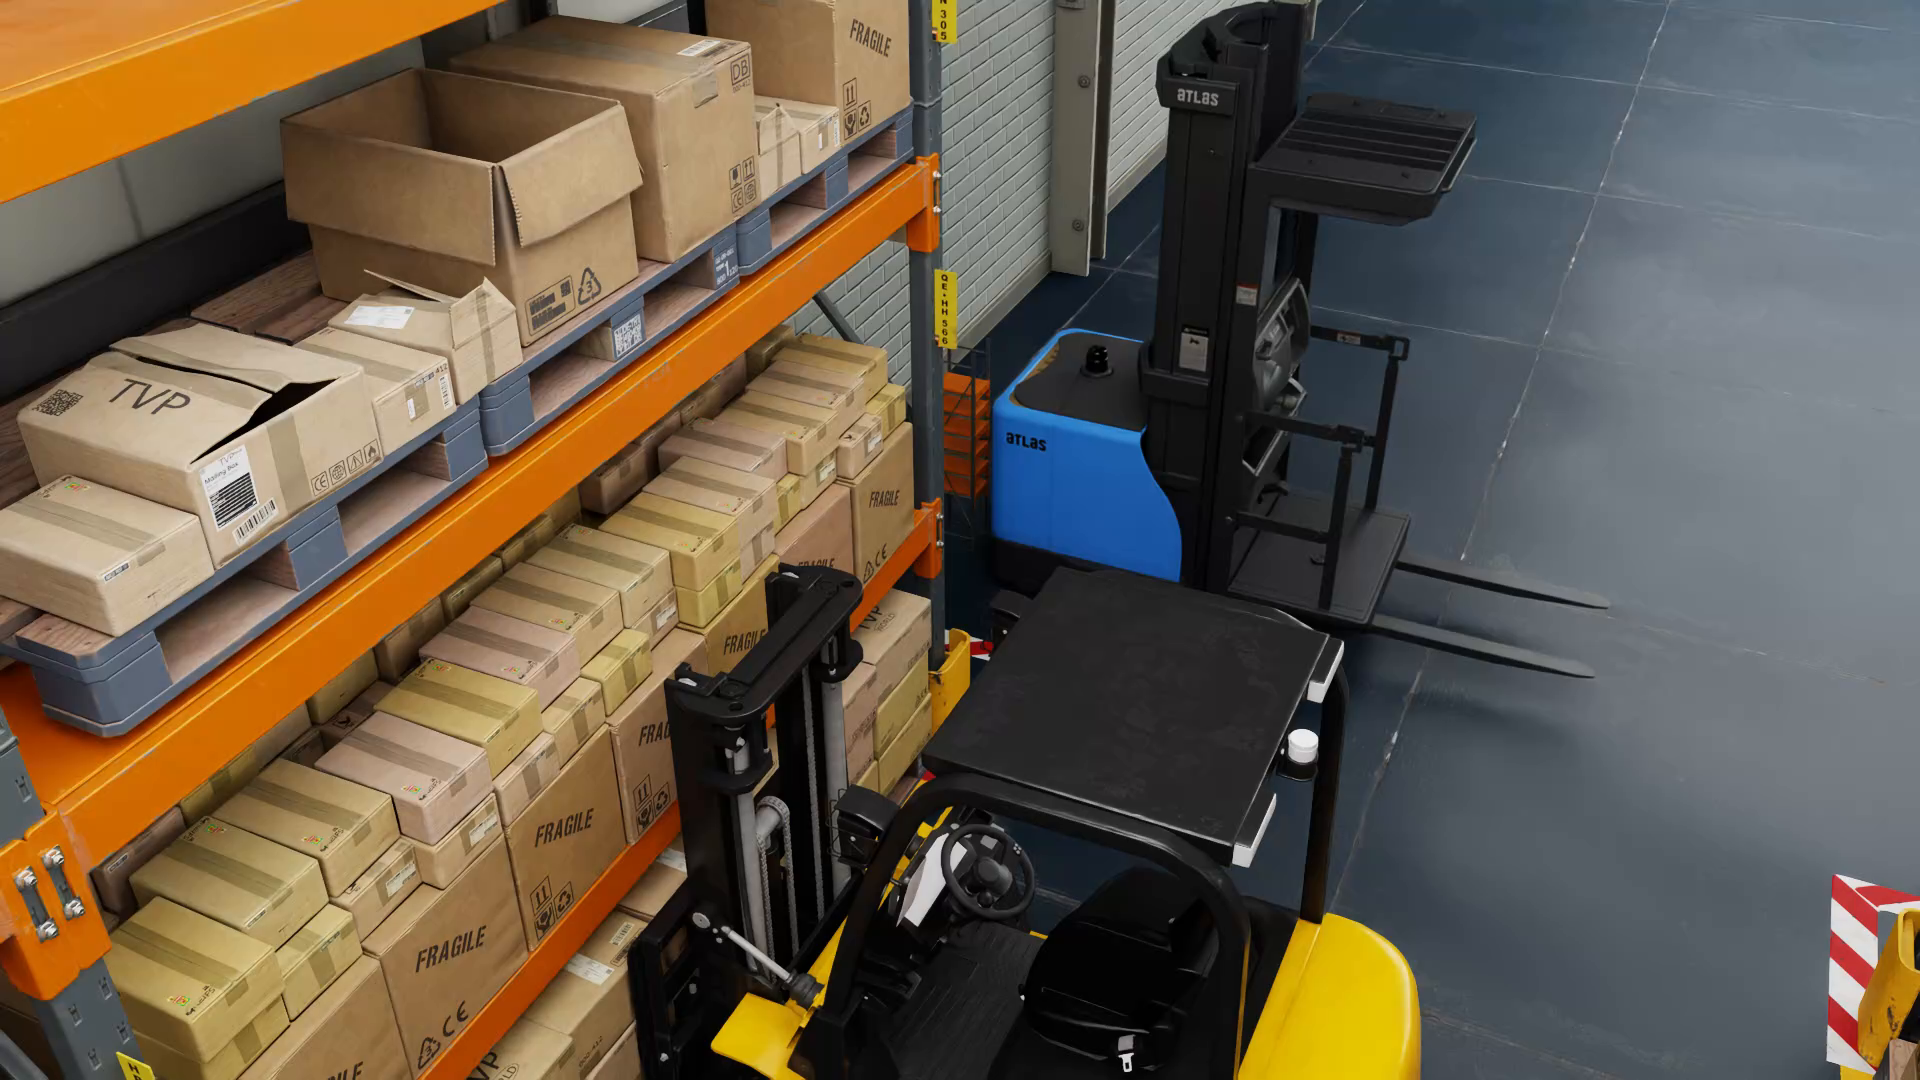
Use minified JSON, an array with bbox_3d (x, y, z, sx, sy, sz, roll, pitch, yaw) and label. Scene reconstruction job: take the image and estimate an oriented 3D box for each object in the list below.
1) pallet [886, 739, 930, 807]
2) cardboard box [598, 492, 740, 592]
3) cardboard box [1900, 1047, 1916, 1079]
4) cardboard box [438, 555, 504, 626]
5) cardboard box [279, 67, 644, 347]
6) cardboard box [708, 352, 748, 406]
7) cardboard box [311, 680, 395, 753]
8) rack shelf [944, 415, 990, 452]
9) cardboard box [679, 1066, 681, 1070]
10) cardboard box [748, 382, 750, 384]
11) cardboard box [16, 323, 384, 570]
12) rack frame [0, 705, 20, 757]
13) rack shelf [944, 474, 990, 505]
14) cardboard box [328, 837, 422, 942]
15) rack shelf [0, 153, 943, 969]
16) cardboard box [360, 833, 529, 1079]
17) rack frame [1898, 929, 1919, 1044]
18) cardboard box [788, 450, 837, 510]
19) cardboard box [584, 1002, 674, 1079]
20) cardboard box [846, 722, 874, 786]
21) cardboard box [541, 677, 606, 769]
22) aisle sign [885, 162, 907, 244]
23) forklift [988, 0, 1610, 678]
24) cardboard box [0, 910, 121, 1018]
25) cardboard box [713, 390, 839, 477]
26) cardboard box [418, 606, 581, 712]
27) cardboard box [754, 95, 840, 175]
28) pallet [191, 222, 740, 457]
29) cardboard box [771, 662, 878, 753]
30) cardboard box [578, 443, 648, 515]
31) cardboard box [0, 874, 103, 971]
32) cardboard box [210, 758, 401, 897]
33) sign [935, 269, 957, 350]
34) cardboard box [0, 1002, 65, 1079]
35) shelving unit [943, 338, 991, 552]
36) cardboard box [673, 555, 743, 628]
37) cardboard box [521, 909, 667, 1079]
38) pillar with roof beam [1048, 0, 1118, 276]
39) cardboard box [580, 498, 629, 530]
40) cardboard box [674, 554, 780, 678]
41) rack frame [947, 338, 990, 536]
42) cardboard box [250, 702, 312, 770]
[{"bbox_3d":[-0.827,1.111,7.231,1.003,0.211,1.213,14,36,20],"label":"pallet"},{"bbox_3d":[-0.946,0.003,5.425,0.380,0.149,0.250,15,36,21],"label":"cardboard box"},{"bbox_3d":[3.376,2.004,5.451,0.500,0.250,0.500,14,36,20],"label":"cardboard box"},{"bbox_3d":[-1.660,0.132,5.228,0.380,0.149,0.250,15,36,22],"label":"cardboard box"},{"bbox_3d":[-1.308,-0.914,4.473,0.797,0.503,0.637,15,36,22],"label":"cardboard box"},{"bbox_3d":[-1.048,-0.646,6.415,0.380,0.149,0.250,15,36,22],"label":"cardboard box"},{"bbox_3d":[-1.864,0.512,4.919,0.380,0.149,0.250,15,36,22],"label":"cardboard box"},{"bbox_3d":[0.006,-0.572,8.759,0.258,0.103,0.180,14,36,20],"label":"rack shelf"},{"bbox_3d":[-1.086,1.592,6.080,0.500,0.250,0.500,15,36,22],"label":"cardboard box"},{"bbox_3d":[-0.923,-0.649,6.690,0.380,0.149,0.250,13,36,19],"label":"cardboard box"},{"bbox_3d":[-1.649,-0.246,3.630,0.500,0.311,0.500,15,36,21],"label":"cardboard box"},{"bbox_3d":[-2.219,-0.962,2.379,1.000,3.000,0.127,14,36,20],"label":"rack frame"},{"bbox_3d":[0.006,-0.271,8.956,0.258,0.103,0.180,14,36,20],"label":"rack shelf"},{"bbox_3d":[-1.656,0.870,4.373,0.380,0.149,0.250,14,36,20],"label":"cardboard box"},{"bbox_3d":[-1.382,-0.403,4.918,1.077,0.370,4.000,14,36,20],"label":"rack shelf"},{"bbox_3d":[-1.593,1.081,4.643,0.500,0.500,0.500,15,36,21],"label":"cardboard box"},{"bbox_3d":[3.965,0.692,5.328,1.000,3.000,0.127,14,36,20],"label":"rack frame"},{"bbox_3d":[-0.680,-0.272,6.115,0.380,0.149,0.250,15,36,21],"label":"cardboard box"},{"bbox_3d":[-1.306,1.643,5.546,0.500,0.250,0.500,14,36,20],"label":"cardboard box"},{"bbox_3d":[-0.684,0.881,6.707,0.500,0.250,0.500,14,36,20],"label":"cardboard box"},{"bbox_3d":[-1.285,0.505,4.931,0.380,0.149,0.250,13,35,19],"label":"cardboard box"},{"bbox_3d":[-0.251,-1.498,6.296,0.394,0.787,0.004,14,36,20],"label":"aisle sign"},{"bbox_3d":[1.707,-0.907,7.829,3.031,2.935,1.130,14,36,20],"label":"forklift"},{"bbox_3d":[-2.317,1.015,4.152,0.380,0.149,0.250,14,36,20],"label":"cardboard box"},{"bbox_3d":[-0.663,-0.389,6.023,0.380,0.149,0.250,15,36,22],"label":"cardboard box"},{"bbox_3d":[-1.349,0.359,4.881,0.380,0.149,0.250,14,36,20],"label":"cardboard box"},{"bbox_3d":[-0.616,-1.330,5.430,0.380,0.149,0.250,13,35,19],"label":"cardboard box"},{"bbox_3d":[-1.374,-0.707,4.806,1.003,0.211,1.213,14,36,20],"label":"pallet"},{"bbox_3d":[-0.663,0.667,6.578,0.500,0.250,0.500,15,36,21],"label":"cardboard box"},{"bbox_3d":[-1.322,-0.250,5.811,0.380,0.149,0.250,15,36,22],"label":"cardboard box"},{"bbox_3d":[-2.359,0.881,4.085,0.380,0.149,0.250,14,36,21],"label":"cardboard box"},{"bbox_3d":[-1.690,0.739,4.302,0.380,0.149,0.250,14,36,20],"label":"cardboard box"},{"bbox_3d":[-0.058,-0.897,6.479,0.100,0.325,0.005,14,36,20],"label":"sign"},{"bbox_3d":[-2.276,1.219,4.432,0.500,0.500,0.500,14,36,20],"label":"cardboard box"},{"bbox_3d":[0.006,-0.509,8.800,0.258,1.200,0.189,14,36,20],"label":"shelving unit"},{"bbox_3d":[-0.950,0.123,5.512,0.380,0.149,0.250,14,36,21],"label":"cardboard box"},{"bbox_3d":[-1.310,1.431,5.413,0.500,0.250,0.500,15,36,22],"label":"cardboard box"},{"bbox_3d":[4.765,-4.815,8.254,9.100,9.000,0.400,14,36,20],"label":"pillar with roof beam"},{"bbox_3d":[-1.416,-0.159,5.943,0.380,0.149,0.250,15,36,21],"label":"cardboard box"},{"bbox_3d":[-0.952,0.330,5.789,0.500,0.500,0.500,13,36,20],"label":"cardboard box"},{"bbox_3d":[0.044,-0.555,8.870,0.240,1.200,0.006,14,36,20],"label":"rack frame"},{"bbox_3d":[-2.070,0.492,4.679,0.380,0.149,0.250,13,36,20],"label":"cardboard box"}]
